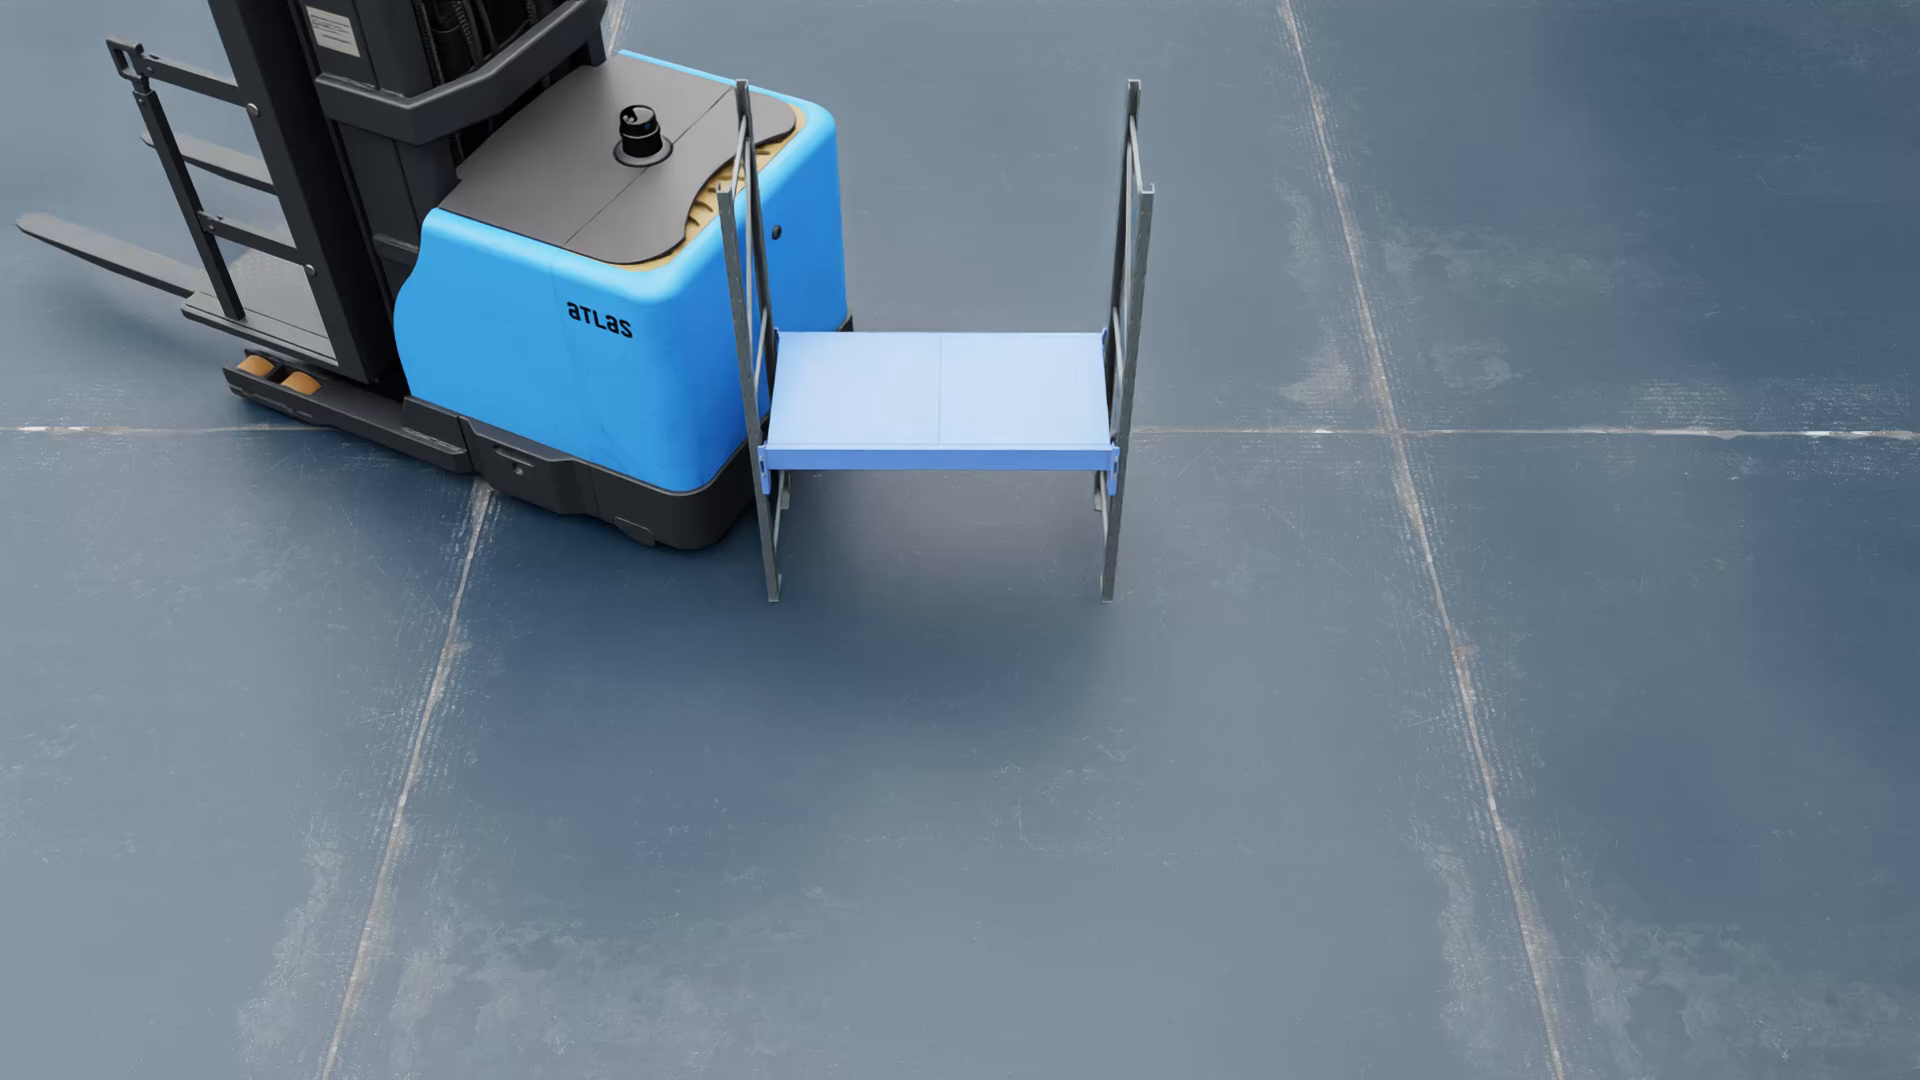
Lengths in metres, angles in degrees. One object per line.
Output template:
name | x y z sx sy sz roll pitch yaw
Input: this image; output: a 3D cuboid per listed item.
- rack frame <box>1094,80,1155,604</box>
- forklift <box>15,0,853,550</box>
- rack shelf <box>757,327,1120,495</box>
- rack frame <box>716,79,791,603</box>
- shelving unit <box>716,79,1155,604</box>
rack frame | 0.450 -0.500 4.691 0.032 1.500 0.500 0 47 0
forklift | -1.913 -1.725 4.854 3.031 2.935 1.130 20 50 17
rack shelf | -0.058 -0.379 4.824 1.000 0.185 0.538 0 47 0
rack frame | -0.566 -0.503 4.693 0.032 1.500 0.500 0 47 0
shelving unit | -0.058 -0.501 4.692 1.048 1.500 0.538 0 47 0
